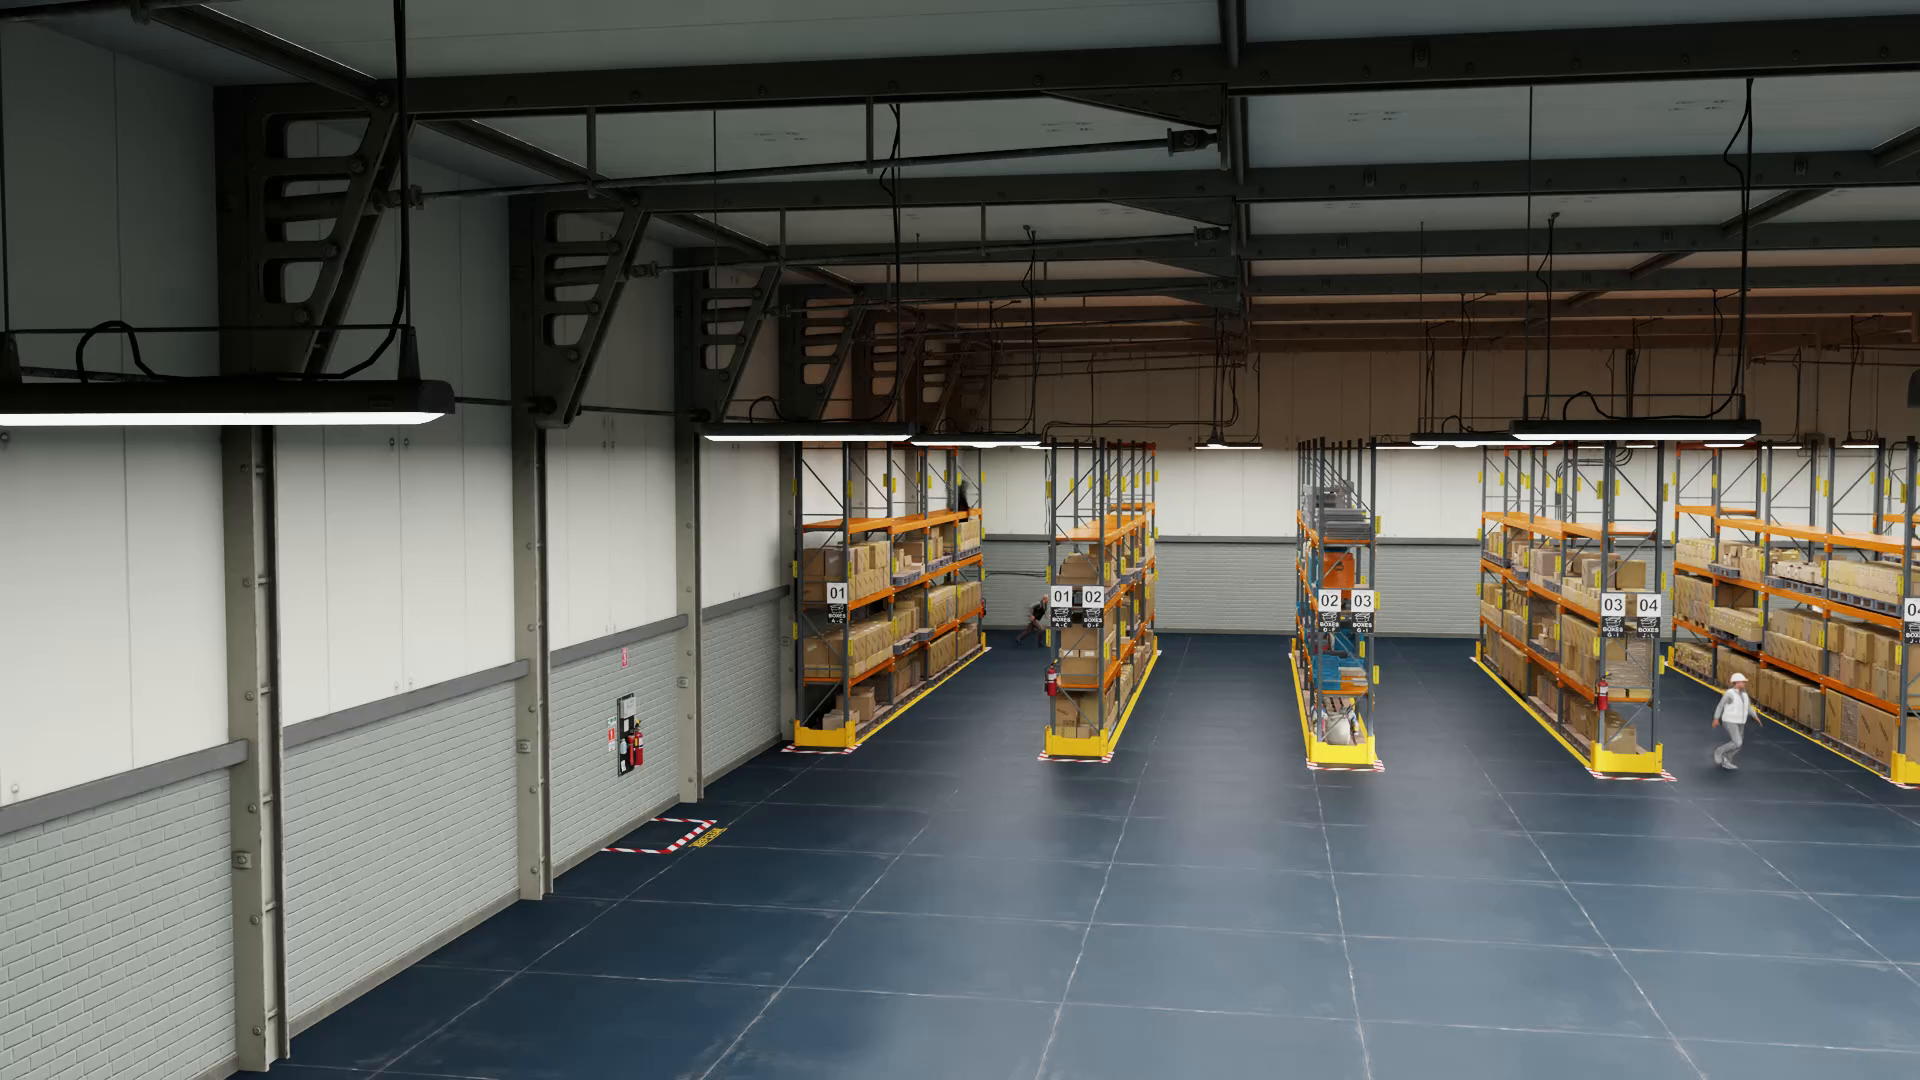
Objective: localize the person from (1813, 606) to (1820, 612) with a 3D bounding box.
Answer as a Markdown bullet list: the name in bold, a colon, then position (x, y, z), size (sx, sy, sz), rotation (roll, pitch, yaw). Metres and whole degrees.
- **person**: position (23.411, 2.432, 45.643), size (0.877, 1.847, 0.632), rotation (0, 3, -3)

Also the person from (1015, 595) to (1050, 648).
- **person**: position (2.142, 2.369, 48.912), size (1.061, 1.560, 0.643), rotation (1, 3, 21)

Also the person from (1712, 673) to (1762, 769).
- **person**: position (13.969, 3.266, 29.905), size (0.669, 1.743, 0.645), rotation (-2, 3, -30)
